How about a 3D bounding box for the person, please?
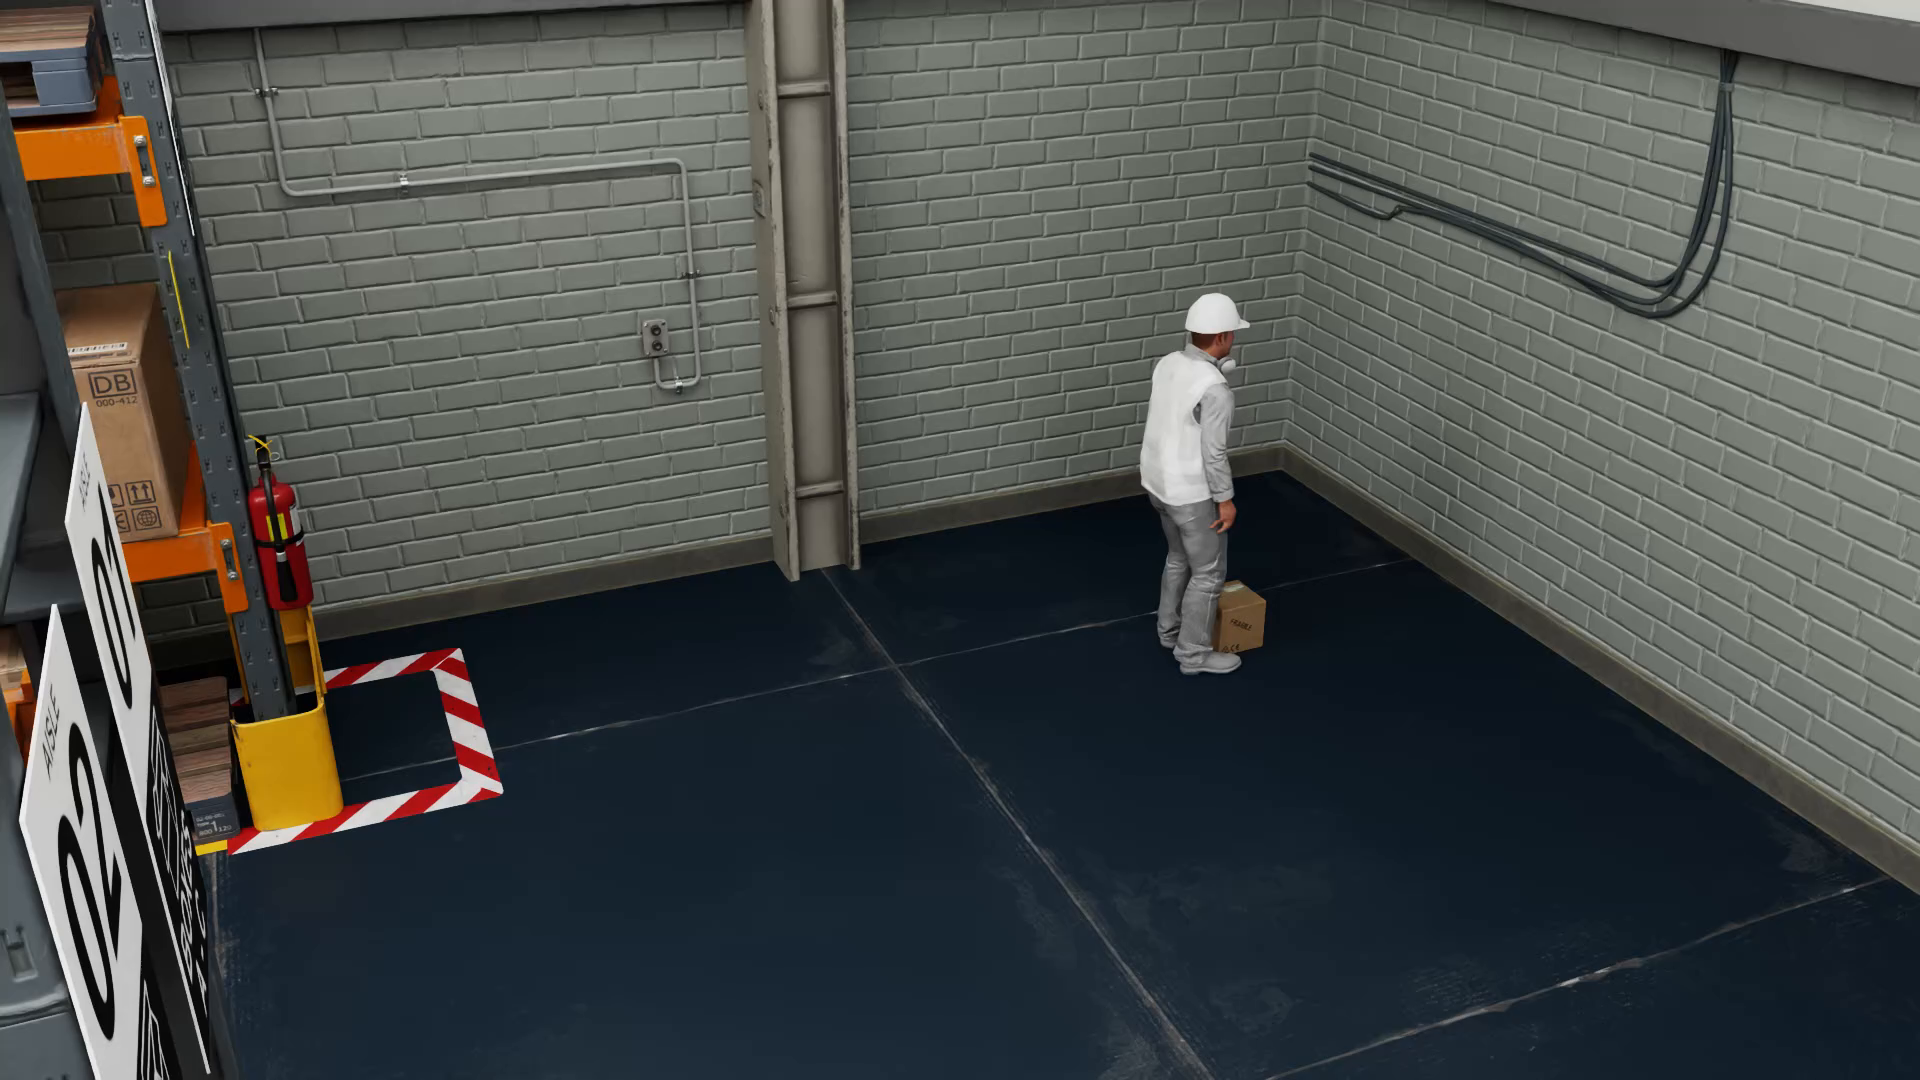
[{"bbox_3d":[1.067,-0.259,7.617,0.464,1.771,0.580,-10,28,-20],"label":"person"}]
